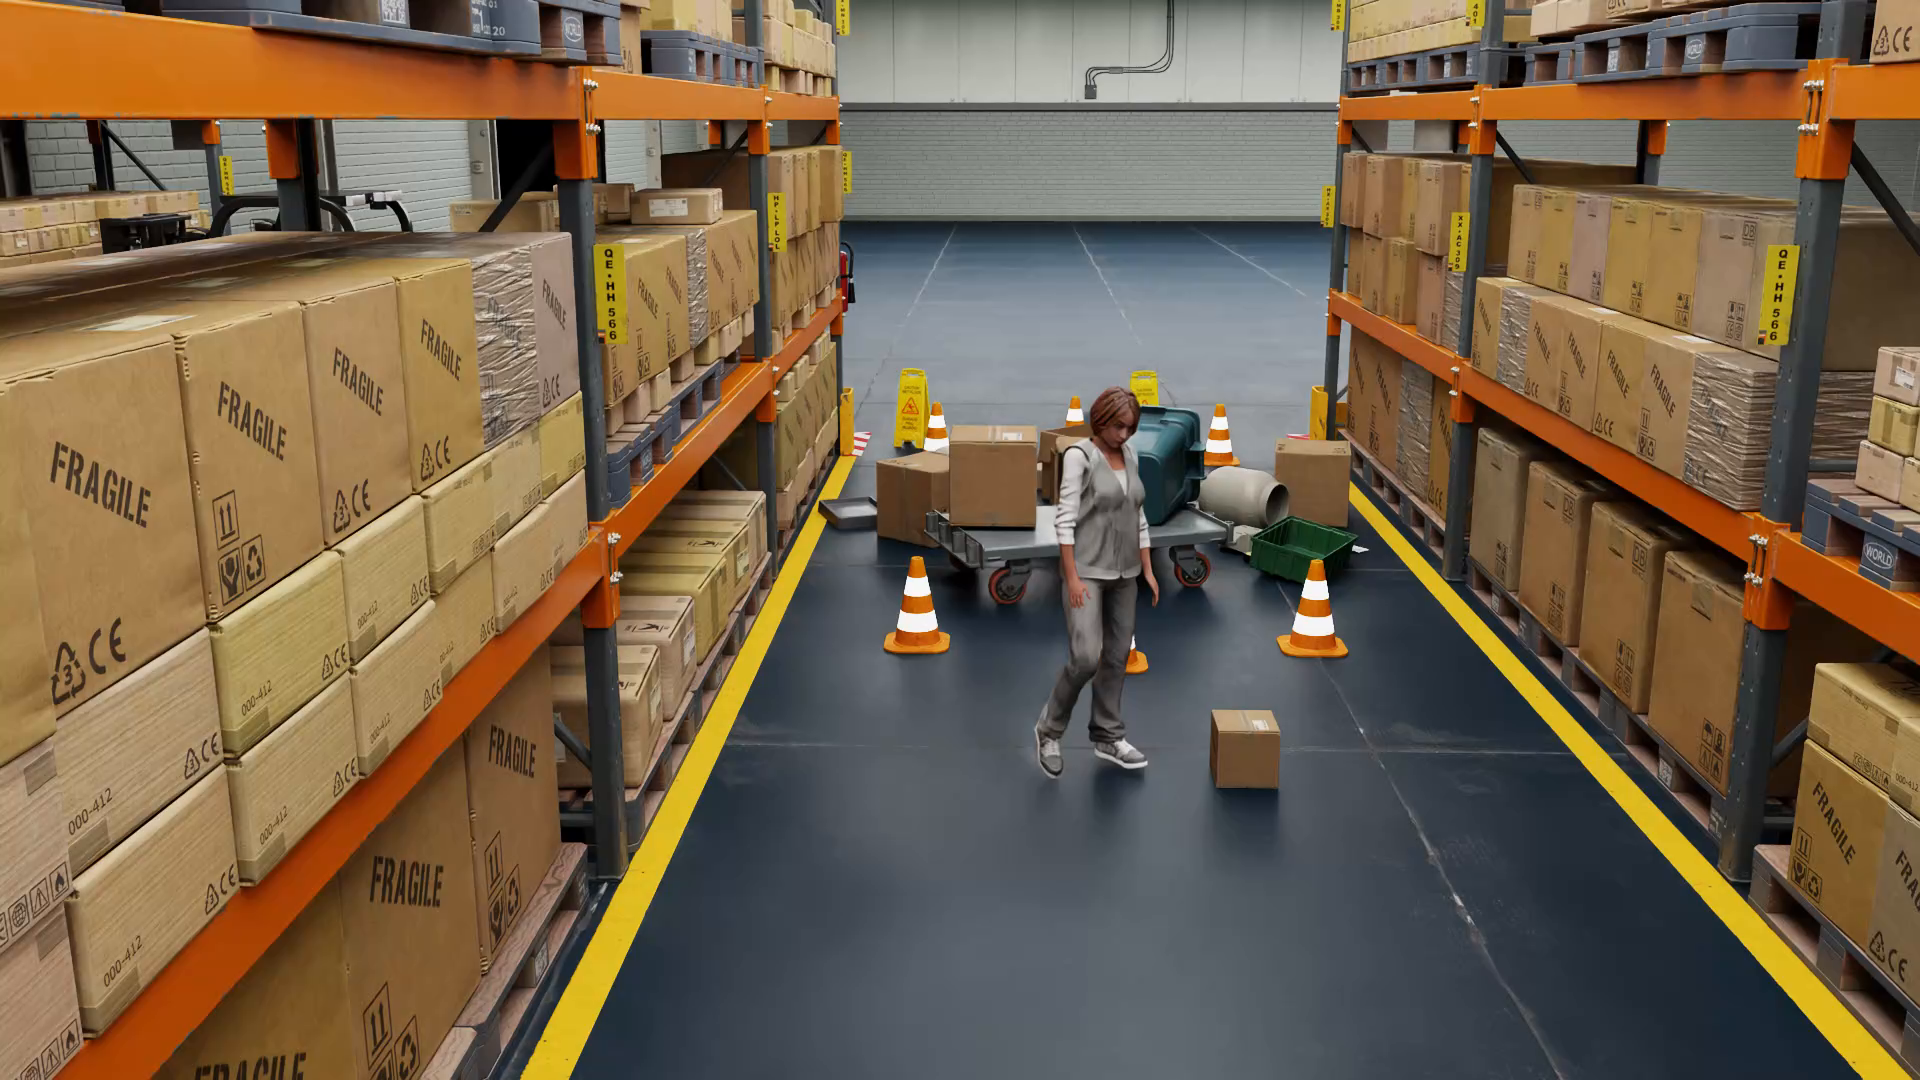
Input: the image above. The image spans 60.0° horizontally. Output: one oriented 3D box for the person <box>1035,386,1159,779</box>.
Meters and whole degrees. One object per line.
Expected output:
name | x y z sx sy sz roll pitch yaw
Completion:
person | 0.560 0.183 6.781 0.476 1.590 0.372 -11 18 -37
